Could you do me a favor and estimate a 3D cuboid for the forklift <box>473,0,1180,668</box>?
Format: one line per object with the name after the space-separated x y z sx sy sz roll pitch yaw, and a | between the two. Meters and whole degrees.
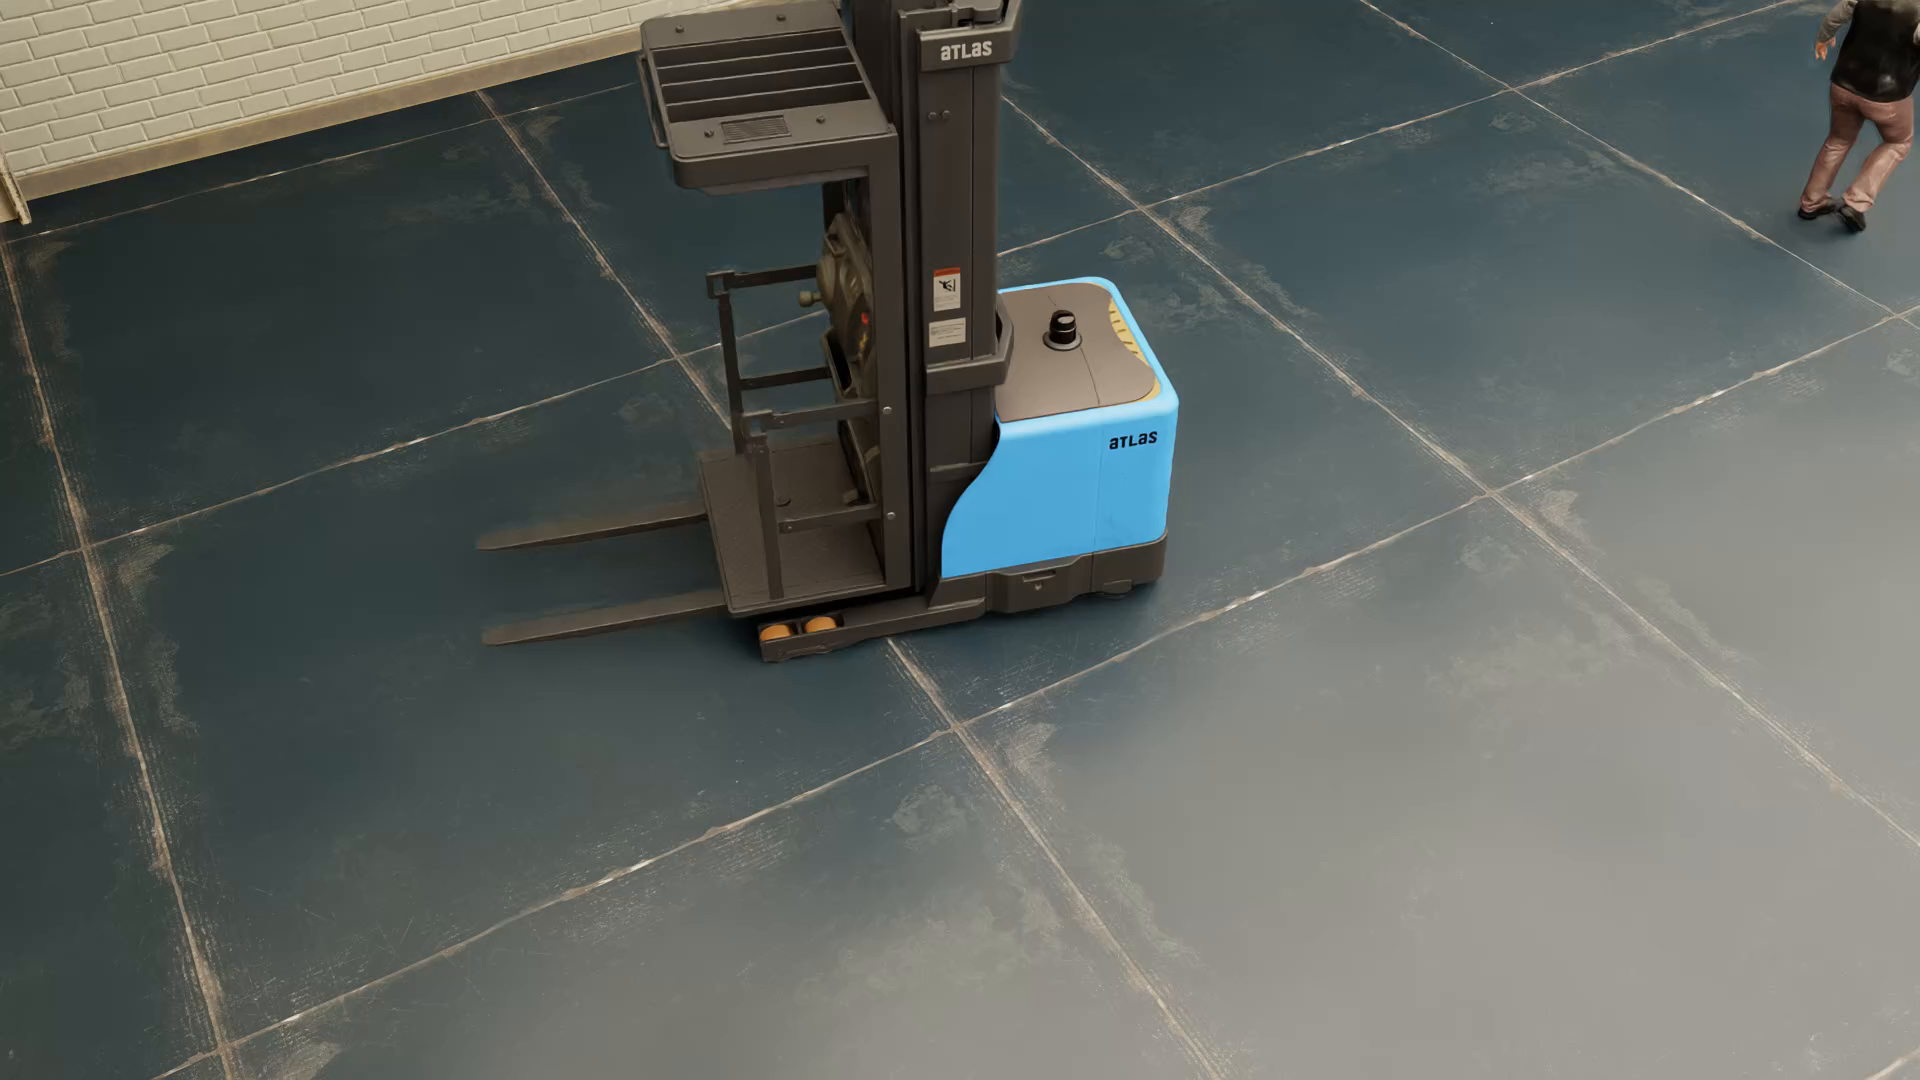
-0.637 -0.923 6.693 3.031 2.935 1.130 -12 44 -12 | forklift

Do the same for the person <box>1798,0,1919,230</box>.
5.168 -2.572 9.405 0.496 1.728 0.832 -23 47 -23 | person
